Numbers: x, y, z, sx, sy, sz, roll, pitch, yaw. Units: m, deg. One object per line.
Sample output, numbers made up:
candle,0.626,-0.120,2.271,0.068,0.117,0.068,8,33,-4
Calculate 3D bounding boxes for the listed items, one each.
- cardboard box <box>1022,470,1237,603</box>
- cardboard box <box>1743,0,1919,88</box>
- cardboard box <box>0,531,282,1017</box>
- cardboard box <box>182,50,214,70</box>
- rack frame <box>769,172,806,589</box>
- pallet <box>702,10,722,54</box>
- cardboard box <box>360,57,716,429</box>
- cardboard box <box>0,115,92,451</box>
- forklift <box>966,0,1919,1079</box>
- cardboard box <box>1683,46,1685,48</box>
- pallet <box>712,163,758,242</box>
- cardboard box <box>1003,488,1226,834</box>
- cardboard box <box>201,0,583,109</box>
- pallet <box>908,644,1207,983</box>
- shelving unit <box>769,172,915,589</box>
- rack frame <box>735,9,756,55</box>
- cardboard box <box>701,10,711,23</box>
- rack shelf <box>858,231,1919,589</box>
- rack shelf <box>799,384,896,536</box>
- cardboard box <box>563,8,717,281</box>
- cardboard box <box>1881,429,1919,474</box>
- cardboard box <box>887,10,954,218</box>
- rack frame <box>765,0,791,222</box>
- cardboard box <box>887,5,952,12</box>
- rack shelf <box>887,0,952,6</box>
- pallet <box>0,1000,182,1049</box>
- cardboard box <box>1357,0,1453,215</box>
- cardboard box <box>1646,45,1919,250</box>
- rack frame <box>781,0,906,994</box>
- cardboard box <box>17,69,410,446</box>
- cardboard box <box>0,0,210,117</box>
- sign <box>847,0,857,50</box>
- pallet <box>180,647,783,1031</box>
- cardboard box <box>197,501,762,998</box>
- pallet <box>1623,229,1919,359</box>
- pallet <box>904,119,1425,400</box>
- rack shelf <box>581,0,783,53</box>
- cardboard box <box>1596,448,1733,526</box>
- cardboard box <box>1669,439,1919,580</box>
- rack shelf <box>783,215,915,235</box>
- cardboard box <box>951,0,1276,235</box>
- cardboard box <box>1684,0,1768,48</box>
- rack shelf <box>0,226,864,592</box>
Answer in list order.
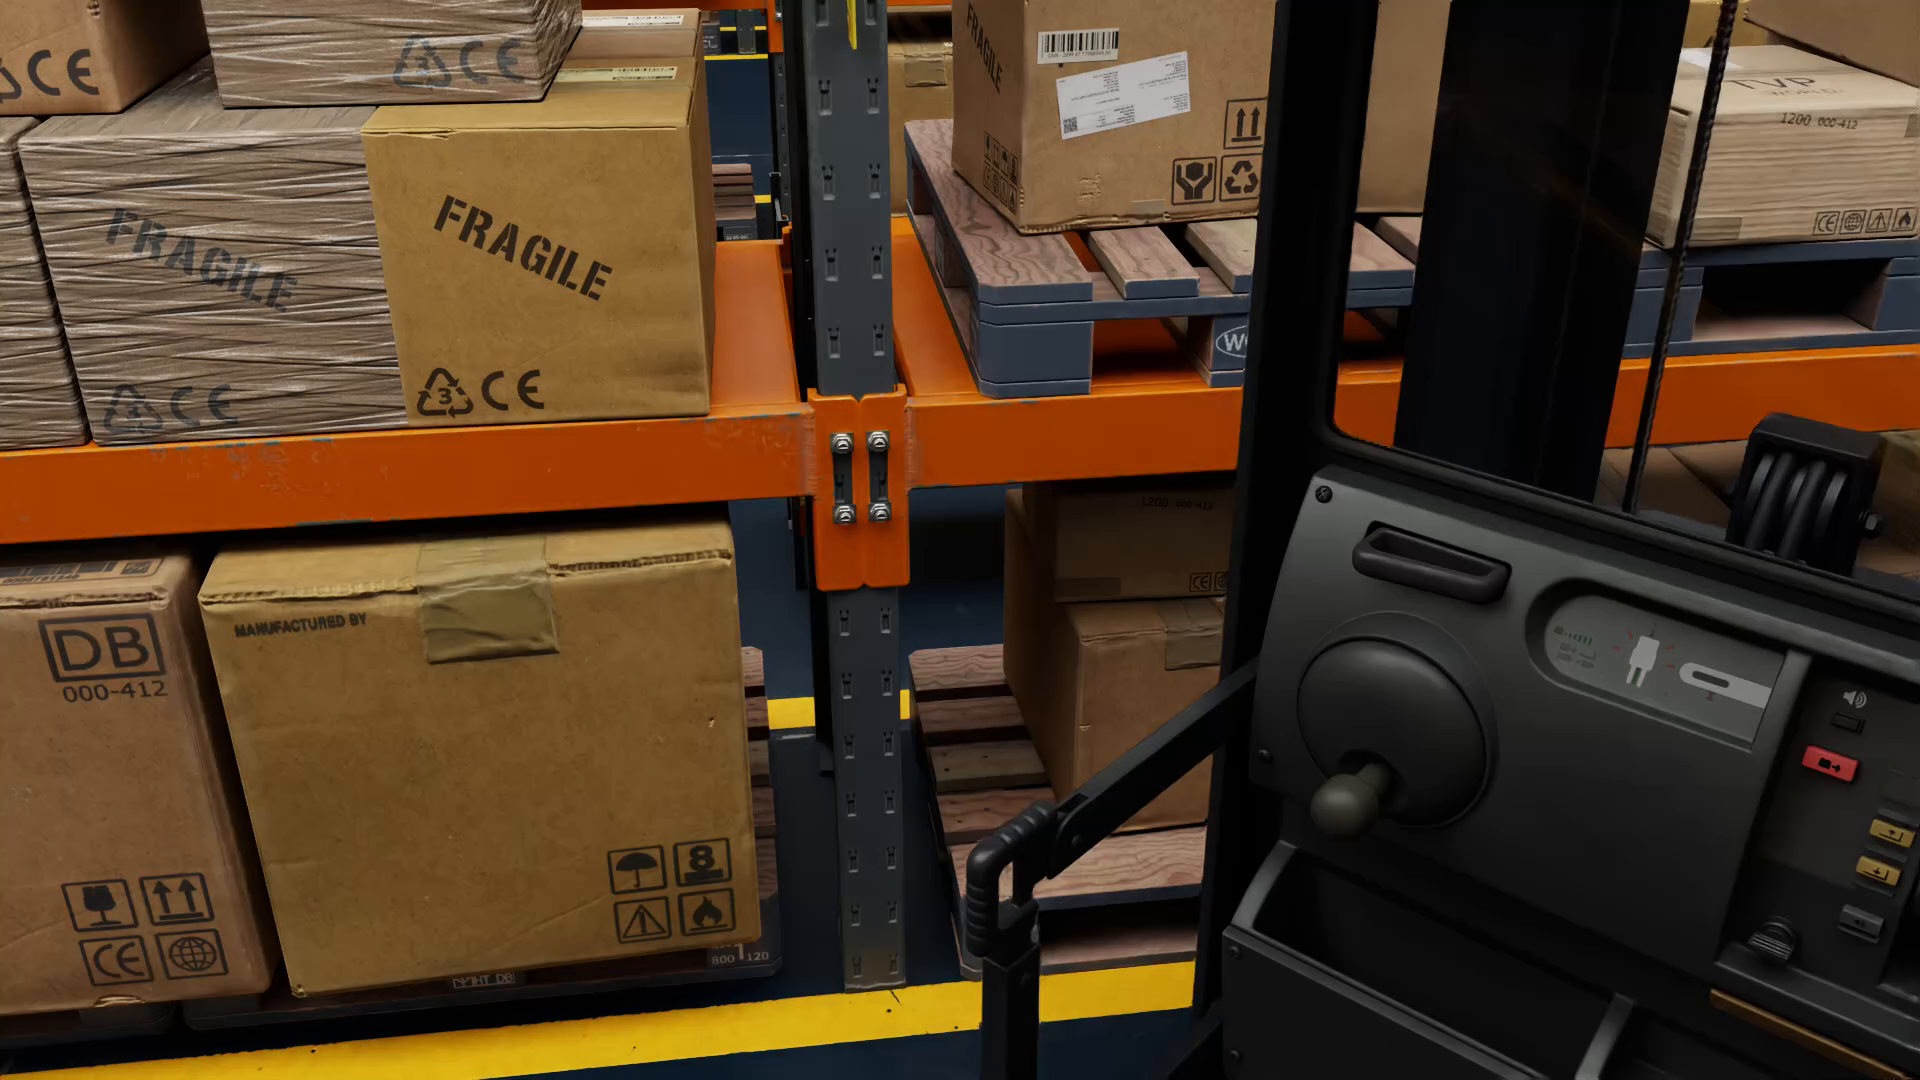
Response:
cardboard box,0.416,-0.102,3.598,0.500,0.250,0.500,-3,27,-5
cardboard box,2.014,-0.964,3.270,0.637,0.503,0.797,-1,27,-2
cardboard box,-1.813,0.217,3.408,0.875,0.875,1.225,-4,27,-7
cardboard box,-1.273,-0.732,3.280,0.500,0.500,0.500,-4,27,-9
rack frame,-0.510,-0.468,4.929,0.032,1.125,0.500,-4,27,-7
pallet,-2.415,-3.852,12.526,1.213,0.211,1.003,-4,27,-7
cardboard box,-0.697,-0.530,2.887,0.500,0.500,0.500,-3,27,-6
cardboard box,-1.706,-0.466,2.764,0.500,0.500,0.500,-5,28,-9
forklift,0.602,0.255,1.542,1.130,2.935,3.031,21,34,35
cardboard box,1.370,-0.984,3.569,0.258,0.266,0.396,-4,27,-9
pallet,-1.608,-1.588,8.113,1.213,0.211,1.003,-4,27,-7
cardboard box,0.417,0.236,3.761,0.500,0.500,0.700,-5,28,-10
cardboard box,-0.969,-1.080,2.861,0.637,0.503,0.797,-3,27,-5
pallet,0.531,0.563,3.922,1.213,0.211,1.003,-4,27,-7
shelving unit,-0.007,-0.500,4.992,1.048,1.125,0.538,-4,27,-7
rack frame,-1.624,-5.109,11.921,0.127,3.000,1.000,-4,27,-7
cardboard box,-2.319,-4.344,12.298,0.875,0.875,0.875,-4,27,-8
rack shelf,1.737,-0.436,3.602,4.000,0.370,1.077,-4,27,-7
rack shelf,-0.007,-0.282,5.104,1.000,0.278,0.538,-4,27,-7
cardboard box,-0.762,-0.765,3.346,0.500,0.500,0.500,-3,27,-6
cardboard box,2.632,0.084,4.056,0.500,0.500,0.700,-4,27,-7
cardboard box,-0.219,-2.061,7.986,0.750,0.750,1.050,-4,27,-8
rack frame,-0.834,-2.877,7.572,0.127,3.000,1.000,-4,27,-7
cardboard box,-0.333,-4.208,12.585,0.625,0.372,0.950,-4,27,-8
rack shelf,1.146,-2.685,7.984,4.000,0.370,1.077,-4,27,-7
pallet,-2.240,0.704,3.647,1.213,0.211,1.003,-4,27,-7
cardboard box,0.825,-0.993,3.330,0.500,0.500,0.700,0,27,1
cardboard box,1.449,-0.752,3.133,0.500,0.250,0.500,-4,27,-9
rack frame,-0.243,-0.629,3.190,0.127,3.000,1.000,-4,27,-7
cardboard box,-1.192,-0.501,2.831,0.500,0.500,0.500,-4,27,-8
cardboard box,-1.615,-1.040,2.783,0.637,0.503,0.797,-3,27,-6
sign,-0.163,-0.893,2.437,0.005,0.325,0.100,-4,27,-7
pallet,-1.034,0.628,3.795,1.213,0.211,1.003,-4,27,-7
cardboard box,-0.929,0.164,3.512,0.875,0.875,1.225,-5,28,-10
pallet,1.711,-0.688,3.515,1.213,0.211,1.003,-4,27,-7
pallet,0.448,-0.637,3.416,1.003,0.211,1.213,-4,27,-7
rack shelf,-2.815,-2.430,7.488,4.000,0.370,1.077,-4,27,-7
cardboard box,1.525,0.156,3.917,0.500,0.500,0.700,-1,27,-3
cardboard box,2.078,0.120,3.986,0.500,0.500,0.700,-6,28,-12
rack shelf,-0.007,-0.760,4.859,1.000,0.278,0.538,-4,27,-7
cardboard box,0.286,-0.913,3.173,0.500,0.500,0.500,-7,28,-13
cardboard box,3.759,-2.382,8.473,0.875,0.875,0.875,-3,27,-6
rack shelf,-2.224,-0.181,3.106,4.000,0.370,1.077,-4,27,-7
